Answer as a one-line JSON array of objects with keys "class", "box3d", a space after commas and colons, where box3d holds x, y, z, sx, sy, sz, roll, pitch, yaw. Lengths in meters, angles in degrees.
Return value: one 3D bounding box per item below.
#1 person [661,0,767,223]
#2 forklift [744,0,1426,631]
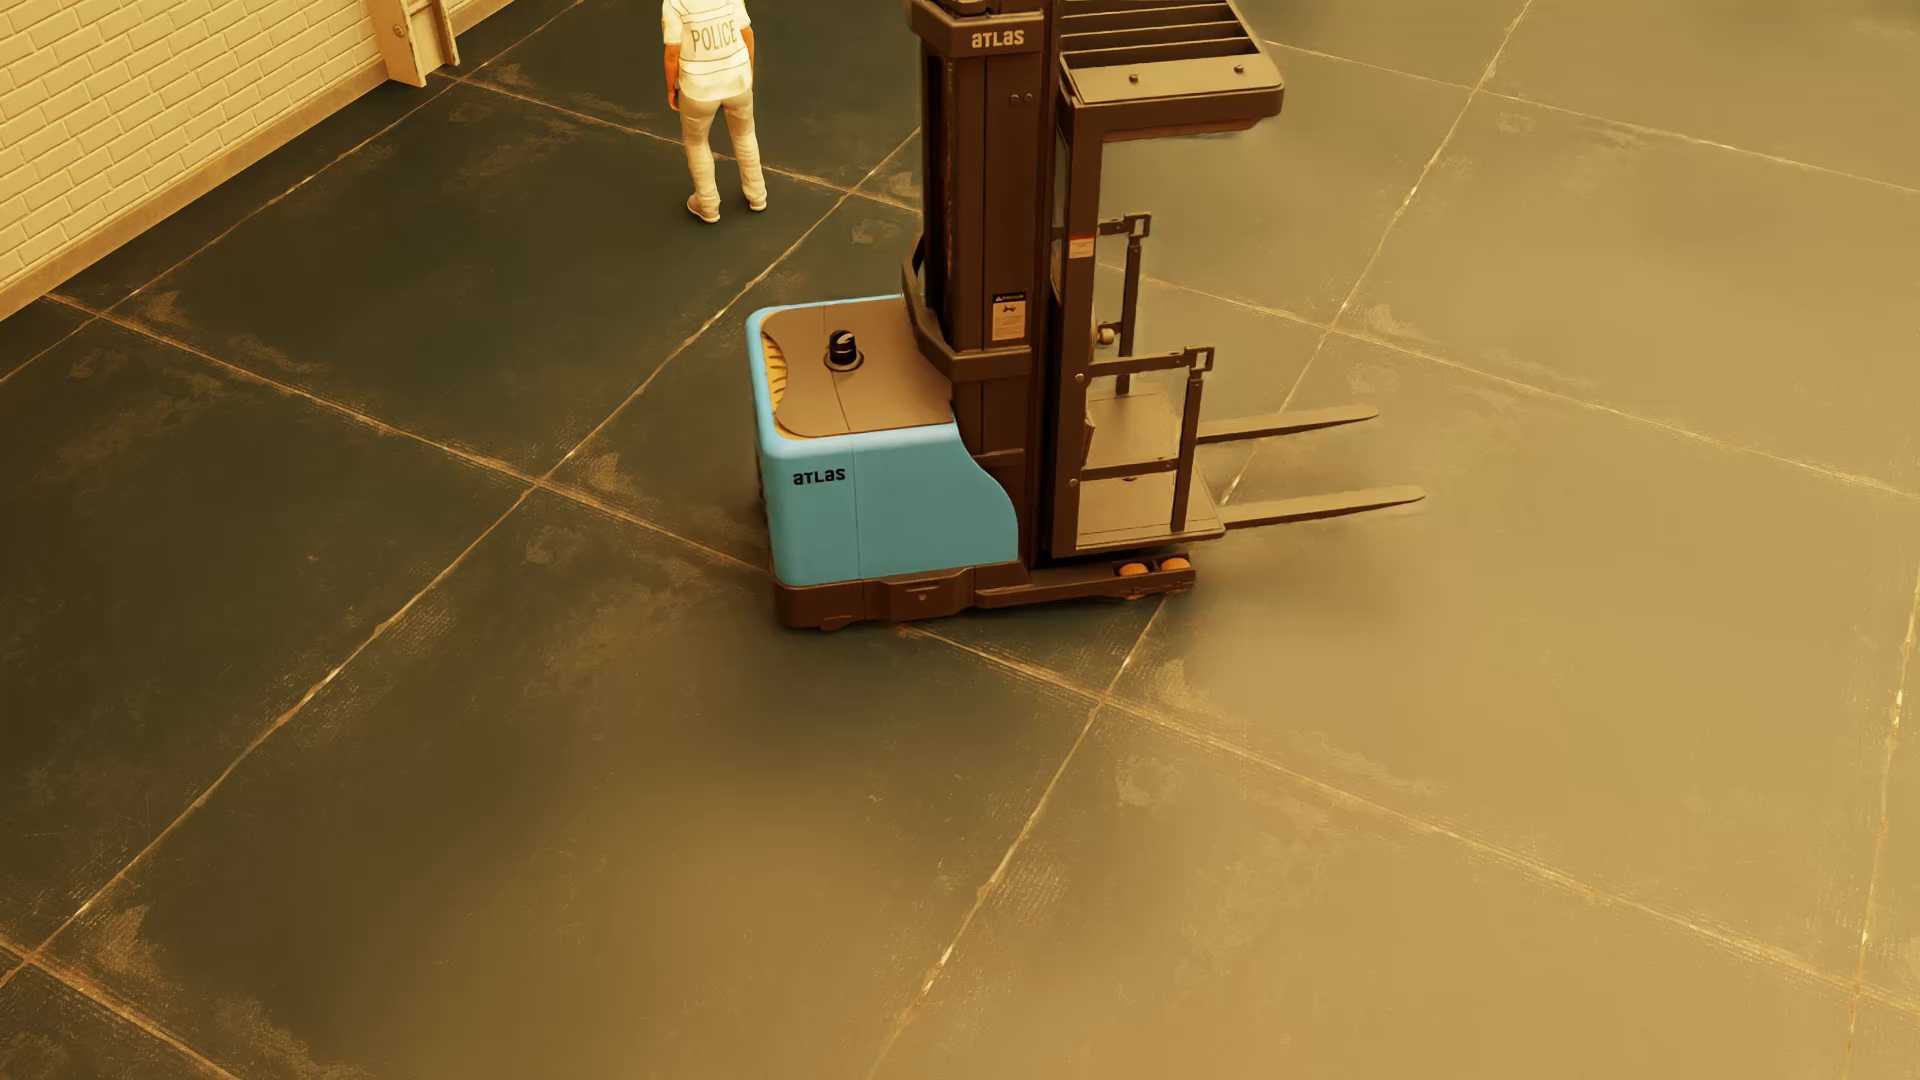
[{"class": "person", "box3d": [-1.386, -2.577, 9.314, 0.557, 1.665, 0.467, -20, 47, -20]}, {"class": "forklift", "box3d": [0.608, -1.153, 6.878, 3.031, 2.935, 1.130, -7, 44, -7]}]
